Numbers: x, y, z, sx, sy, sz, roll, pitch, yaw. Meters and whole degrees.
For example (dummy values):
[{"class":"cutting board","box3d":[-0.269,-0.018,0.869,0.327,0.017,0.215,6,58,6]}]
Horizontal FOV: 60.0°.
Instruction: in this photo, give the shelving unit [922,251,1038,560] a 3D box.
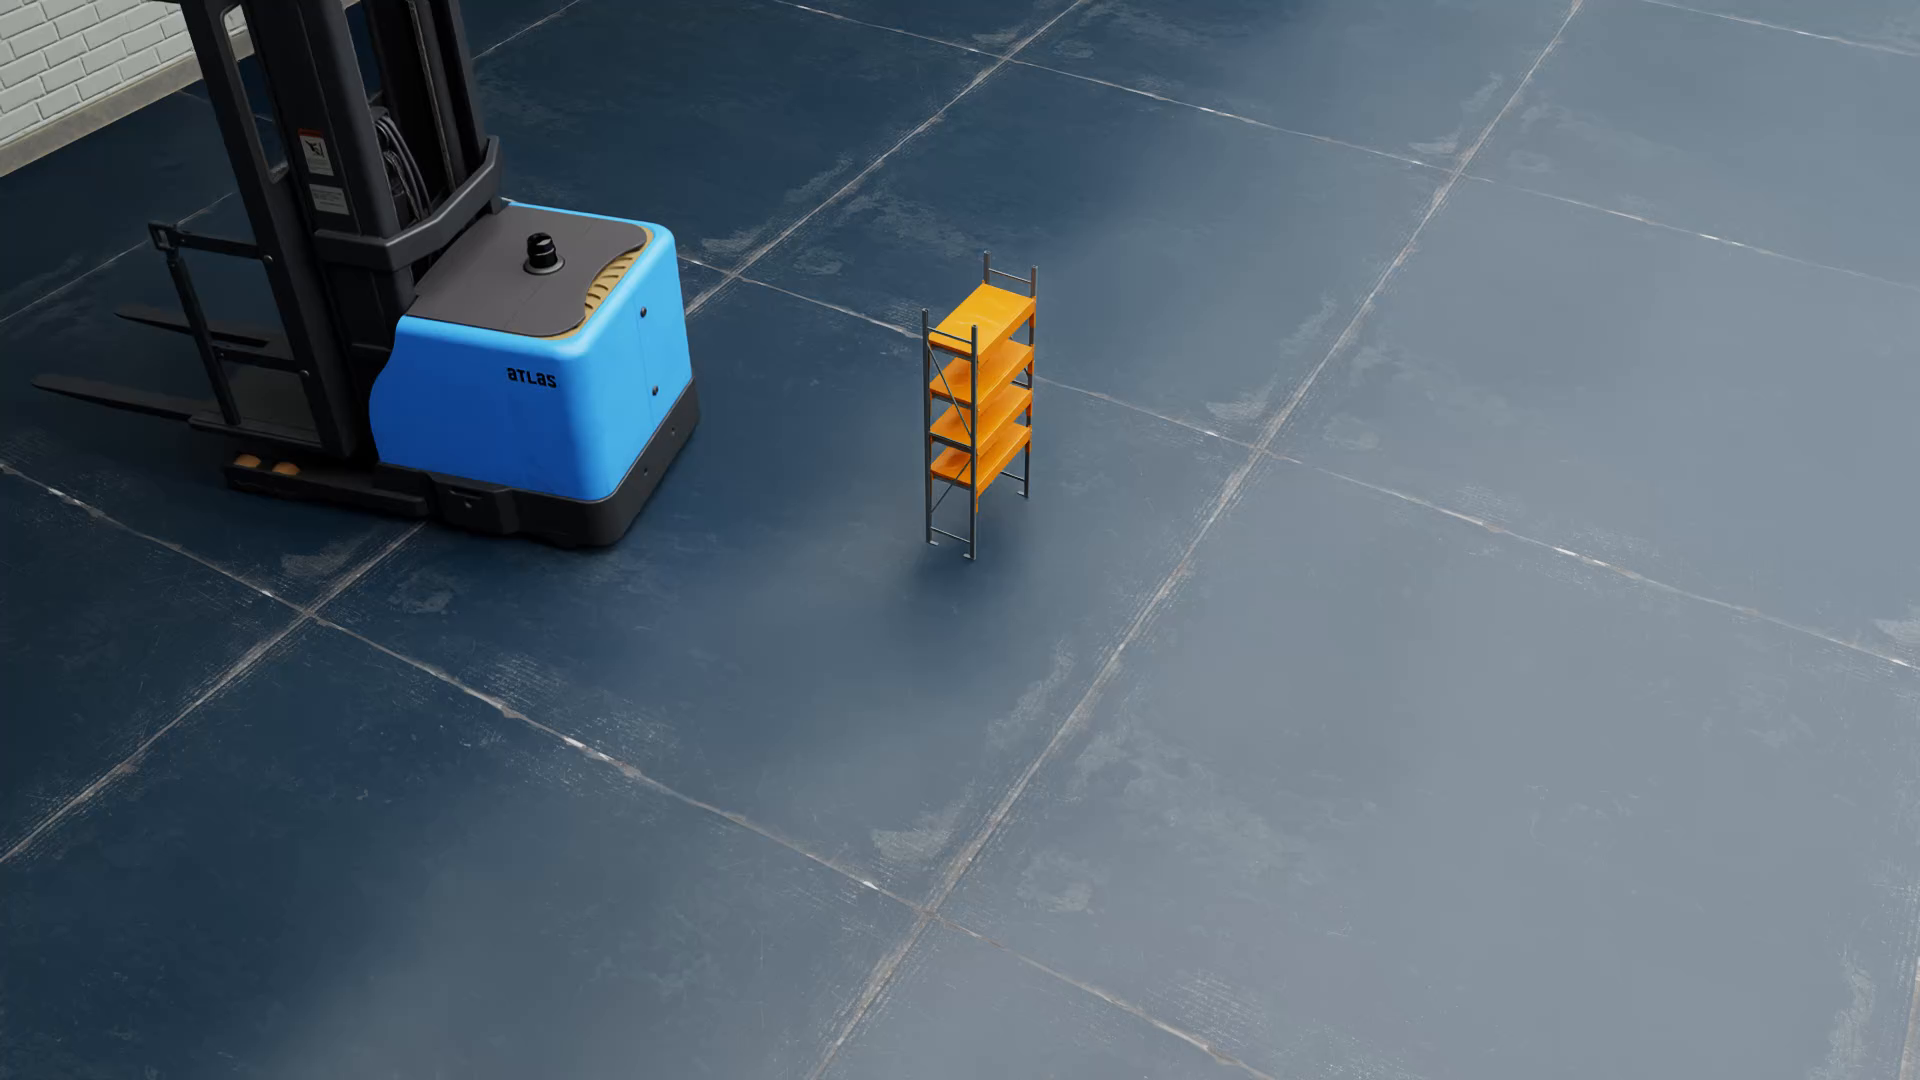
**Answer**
[{"class":"shelving unit","box3d":[0.083,-0.545,6.961,0.258,1.200,0.503,21,45,22]}]

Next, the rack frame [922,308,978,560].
[{"class":"rack frame","box3d":[-0.039,-0.405,6.802,0.240,1.200,0.015,21,45,22]}]

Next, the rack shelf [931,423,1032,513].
[{"class":"rack shelf","box3d":[0.083,-0.345,7.137,0.258,0.148,0.480,21,45,22]}]

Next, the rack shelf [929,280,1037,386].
[{"class":"rack shelf","box3d":[0.083,-0.840,6.701,0.258,0.148,0.480,21,45,22]}]

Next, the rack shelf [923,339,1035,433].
[{"class":"rack shelf","box3d":[0.083,-0.662,6.858,0.258,0.148,0.480,21,45,22]}]

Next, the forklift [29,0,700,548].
[{"class":"forklift","box3d":[-2.793,-1.609,6.859,3.031,2.935,1.130,11,42,12]}]

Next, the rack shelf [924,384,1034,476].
[{"class":"rack shelf","box3d":[0.083,-0.495,7.005,0.258,0.148,0.480,21,45,22]}]

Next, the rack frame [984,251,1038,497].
[{"class":"rack frame","box3d":[0.205,-0.685,7.120,0.240,1.200,0.015,21,45,22]}]
